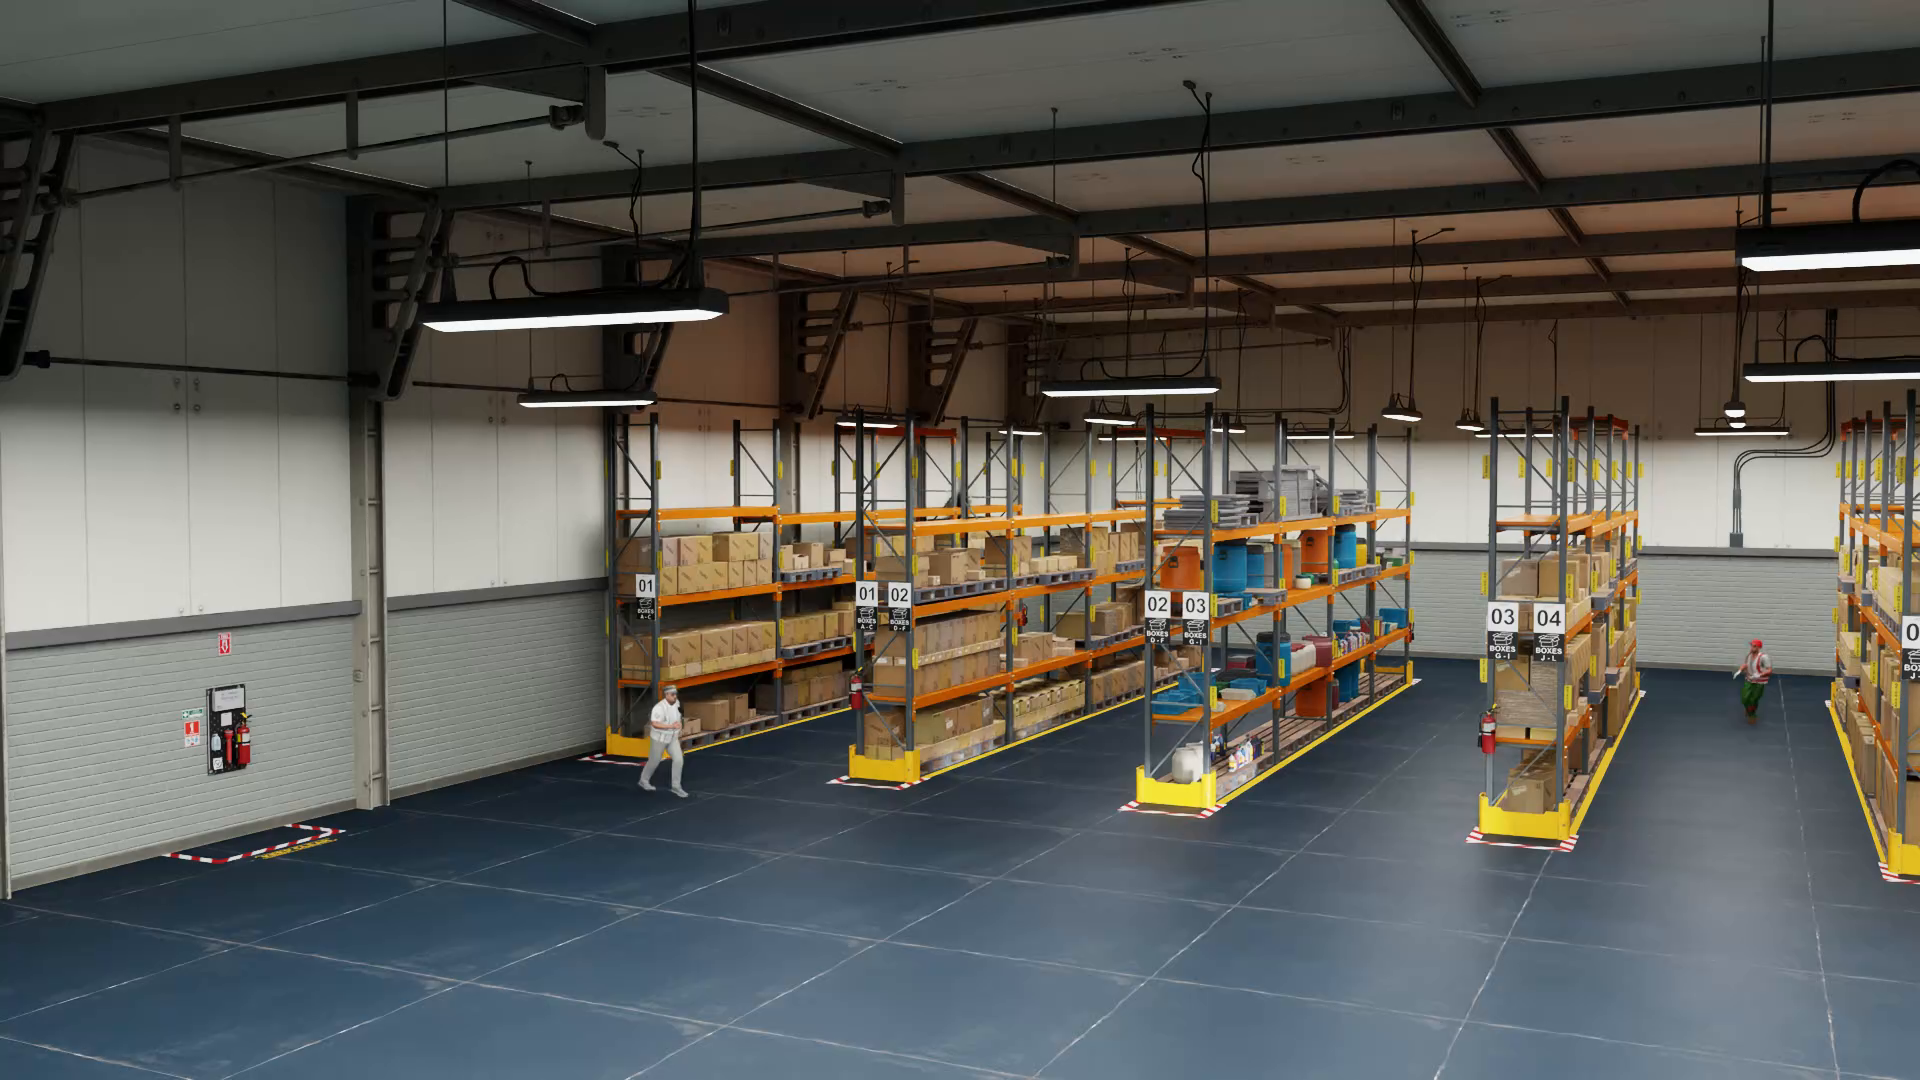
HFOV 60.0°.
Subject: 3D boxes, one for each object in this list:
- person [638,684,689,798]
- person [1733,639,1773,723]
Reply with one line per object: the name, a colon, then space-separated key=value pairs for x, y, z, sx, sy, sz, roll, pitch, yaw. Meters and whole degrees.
person: x=-4.551 y=3.065 z=25.545 sx=0.998 sy=1.744 sz=0.669 roll=2 pitch=3 yaw=41
person: x=15.739 y=2.795 z=32.919 sx=0.581 sy=1.694 sz=0.773 roll=-2 pitch=3 yaw=-38
